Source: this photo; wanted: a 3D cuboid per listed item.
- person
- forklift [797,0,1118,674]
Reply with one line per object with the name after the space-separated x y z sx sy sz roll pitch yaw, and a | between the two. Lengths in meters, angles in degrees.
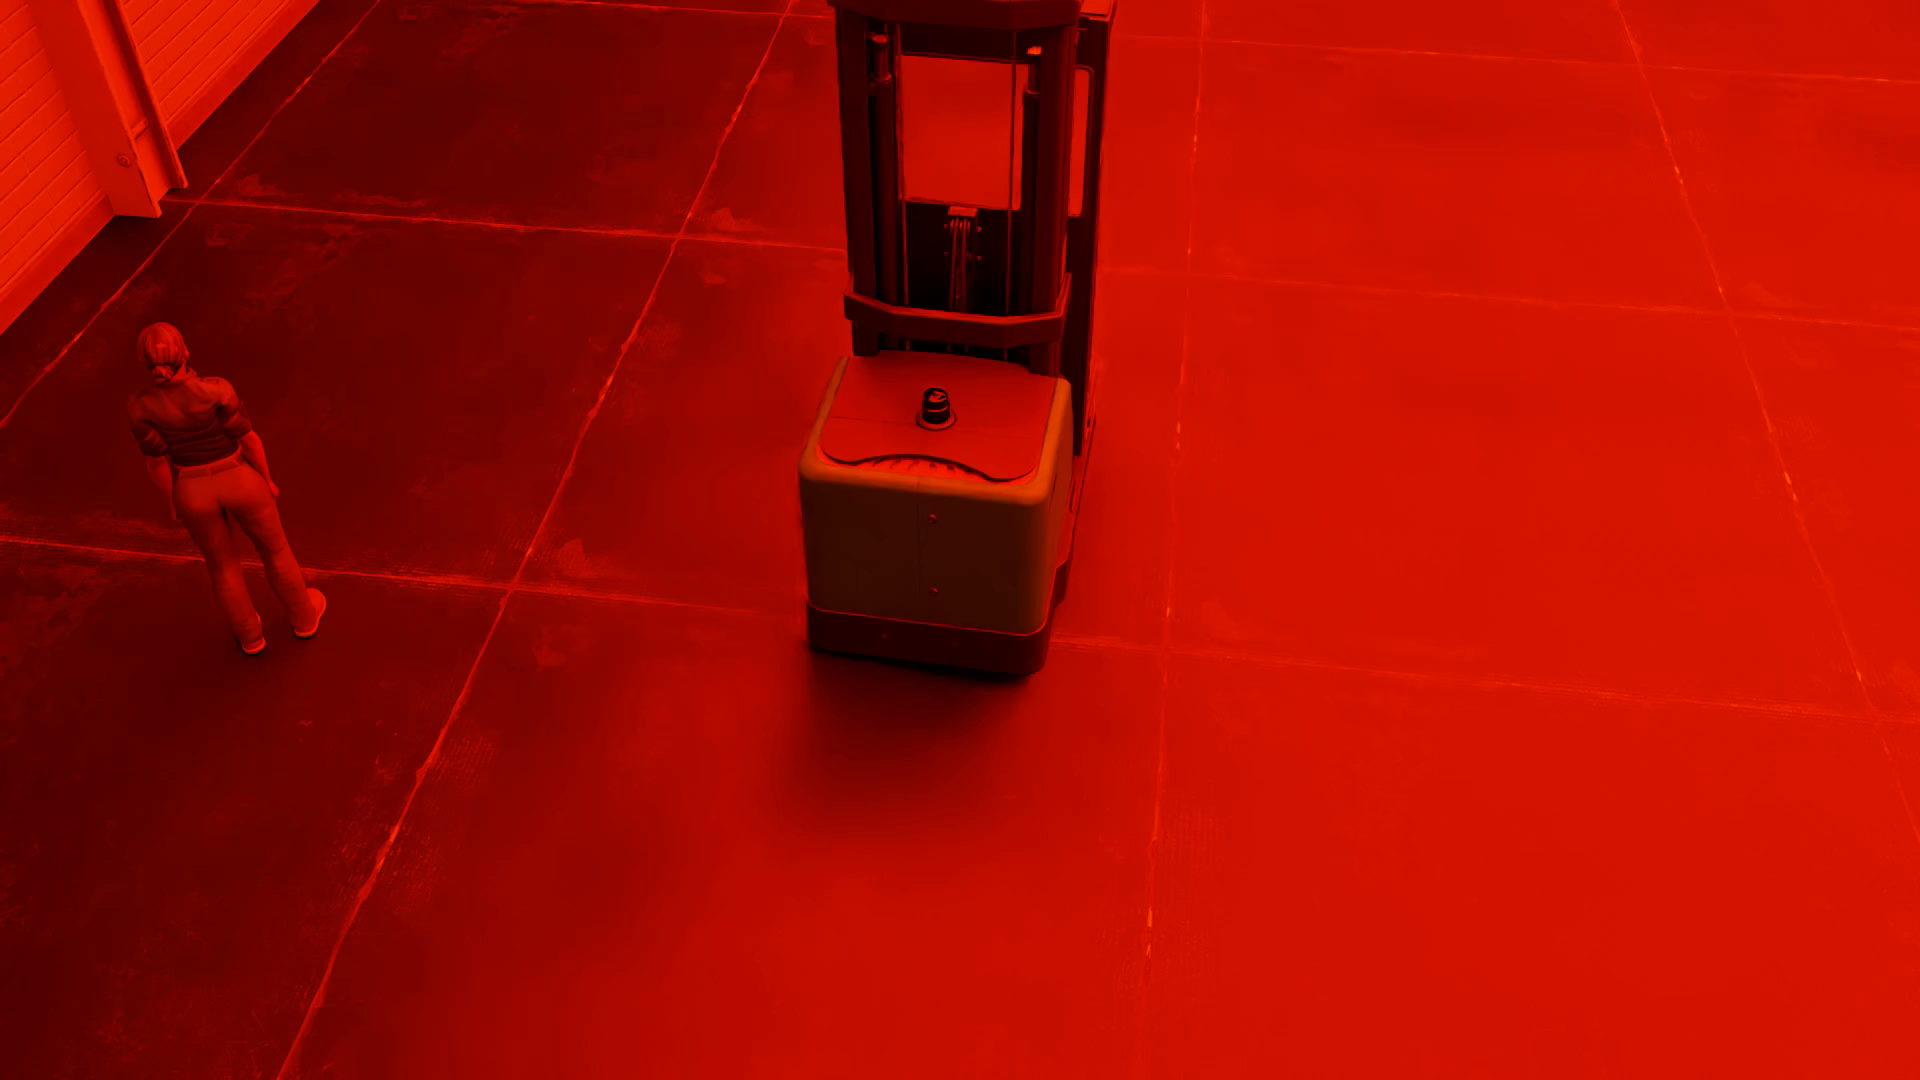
-3.066 -0.216 6.902 0.446 1.662 0.325 -14 44 -15 | person
0.091 -1.506 7.364 1.130 2.935 3.031 7 43 7 | forklift
